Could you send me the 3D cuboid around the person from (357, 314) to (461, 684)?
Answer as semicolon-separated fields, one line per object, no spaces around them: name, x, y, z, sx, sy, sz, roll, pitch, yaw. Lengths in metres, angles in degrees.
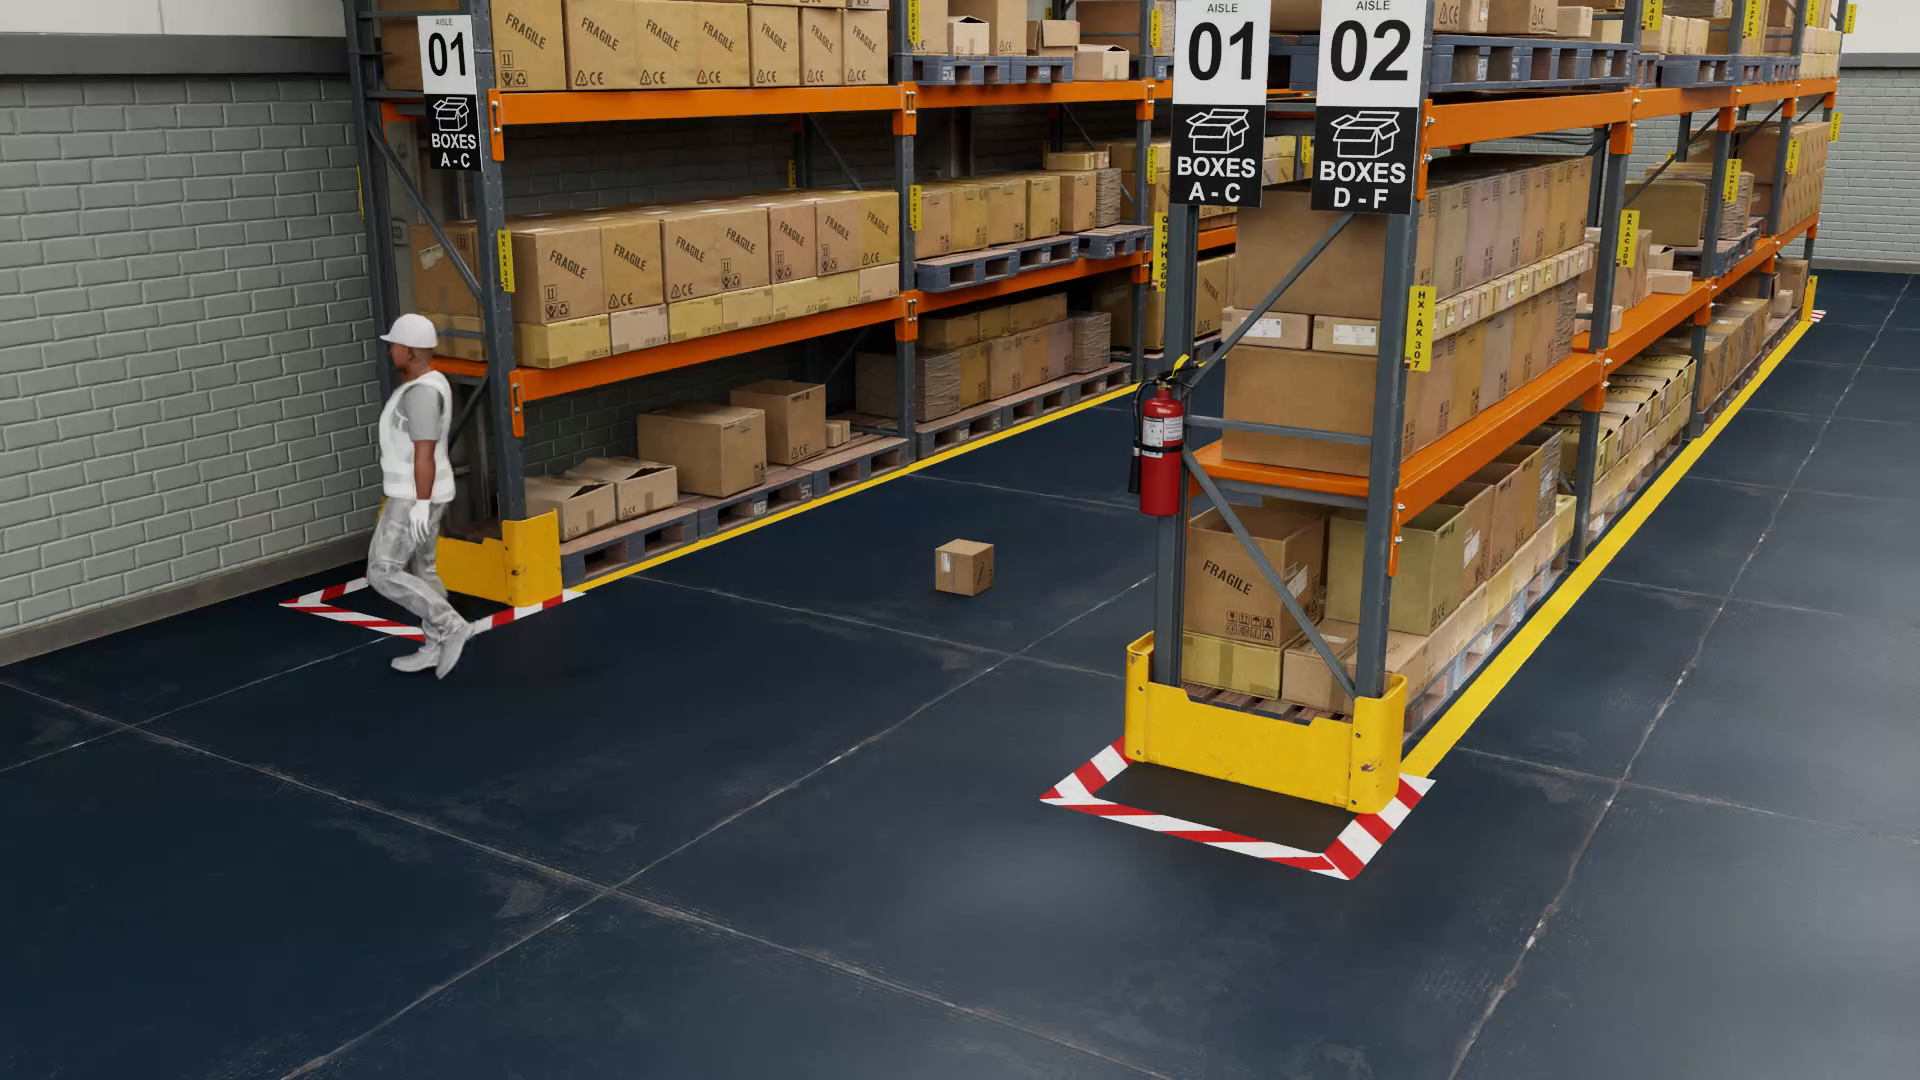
person;-2.711;-0.209;8.126;0.457;1.771;0.619;-3;16;-10
